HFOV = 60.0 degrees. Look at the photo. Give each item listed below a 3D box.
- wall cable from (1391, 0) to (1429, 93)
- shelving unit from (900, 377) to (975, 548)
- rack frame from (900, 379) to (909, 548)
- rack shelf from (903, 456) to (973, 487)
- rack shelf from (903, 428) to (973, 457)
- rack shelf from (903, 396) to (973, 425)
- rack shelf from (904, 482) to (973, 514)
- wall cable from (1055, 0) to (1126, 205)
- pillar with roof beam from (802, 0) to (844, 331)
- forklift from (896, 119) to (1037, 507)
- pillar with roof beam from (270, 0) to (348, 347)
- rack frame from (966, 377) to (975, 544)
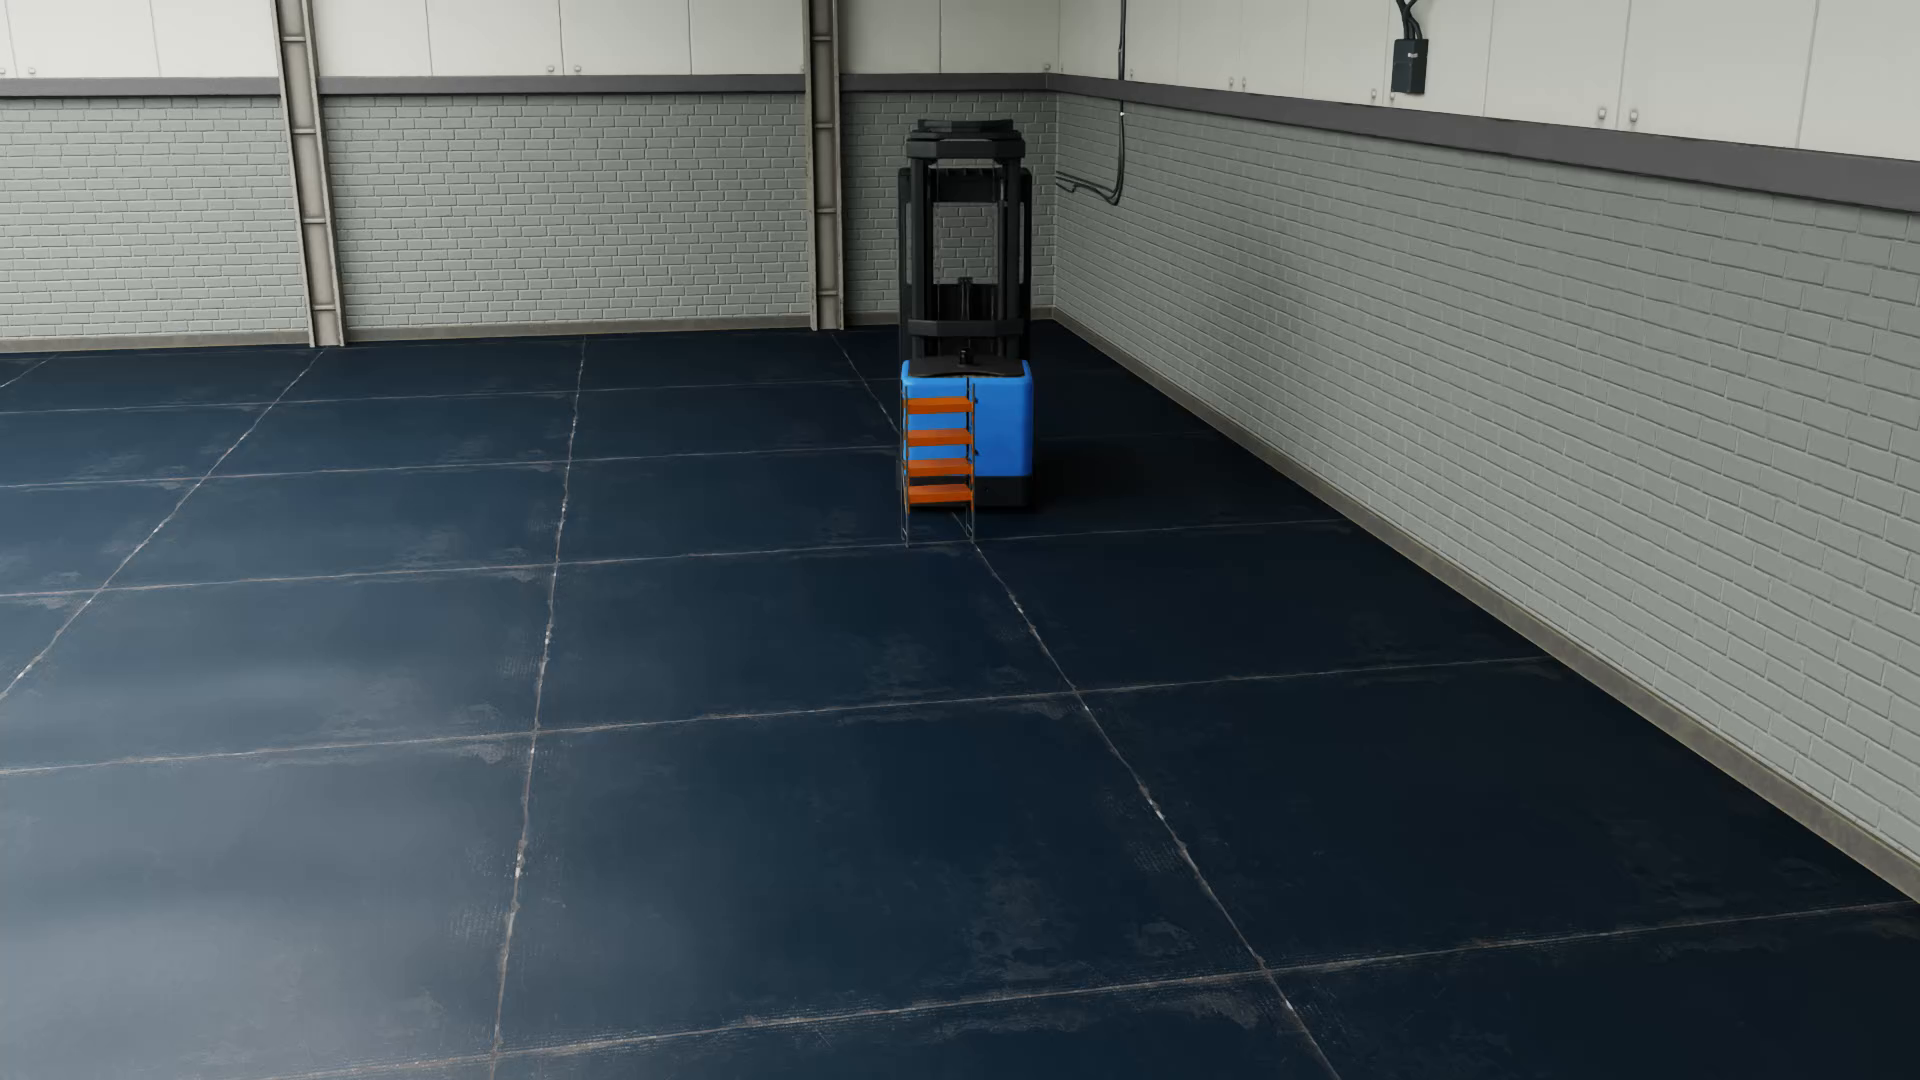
[{"bbox_3d":[3.249,-5.657,9.612,0.169,6.003,2.305,-3,17,-10],"label":"wall cable"},{"bbox_3d":[-0.163,-0.564,12.106,0.503,1.200,0.258,-3,17,-10],"label":"shelving unit"},{"bbox_3d":[-0.402,-0.551,12.061,0.015,1.200,0.240,-3,17,-10],"label":"rack frame"},{"bbox_3d":[-0.163,-0.500,12.125,0.480,0.148,0.258,-3,17,-10],"label":"rack shelf"},{"bbox_3d":[-0.163,-0.714,12.060,0.480,0.148,0.258,-3,17,-10],"label":"rack shelf"},{"bbox_3d":[-0.163,-0.940,11.990,0.480,0.148,0.258,-3,17,-10],"label":"rack shelf"},{"bbox_3d":[-0.163,-0.310,12.184,0.480,0.148,0.258,-3,17,-10],"label":"rack shelf"},{"bbox_3d":[1.464,-5.285,19.481,0.112,2.526,3.097,-3,17,-10],"label":"wall cable"},{"bbox_3d":[-0.863,-5.745,15.691,0.400,9.000,9.100,-3,17,-10],"label":"pillar with roof beam"},{"bbox_3d":[0.037,-2.036,13.950,1.130,2.935,3.031,0,17,-1],"label":"forklift"},{"bbox_3d":[-6.754,-5.411,14.603,0.400,9.000,9.100,-3,17,-10],"label":"pillar with roof beam"},{"bbox_3d":[0.077,-0.578,12.150,0.015,1.200,0.240,-3,17,-10],"label":"rack frame"}]
